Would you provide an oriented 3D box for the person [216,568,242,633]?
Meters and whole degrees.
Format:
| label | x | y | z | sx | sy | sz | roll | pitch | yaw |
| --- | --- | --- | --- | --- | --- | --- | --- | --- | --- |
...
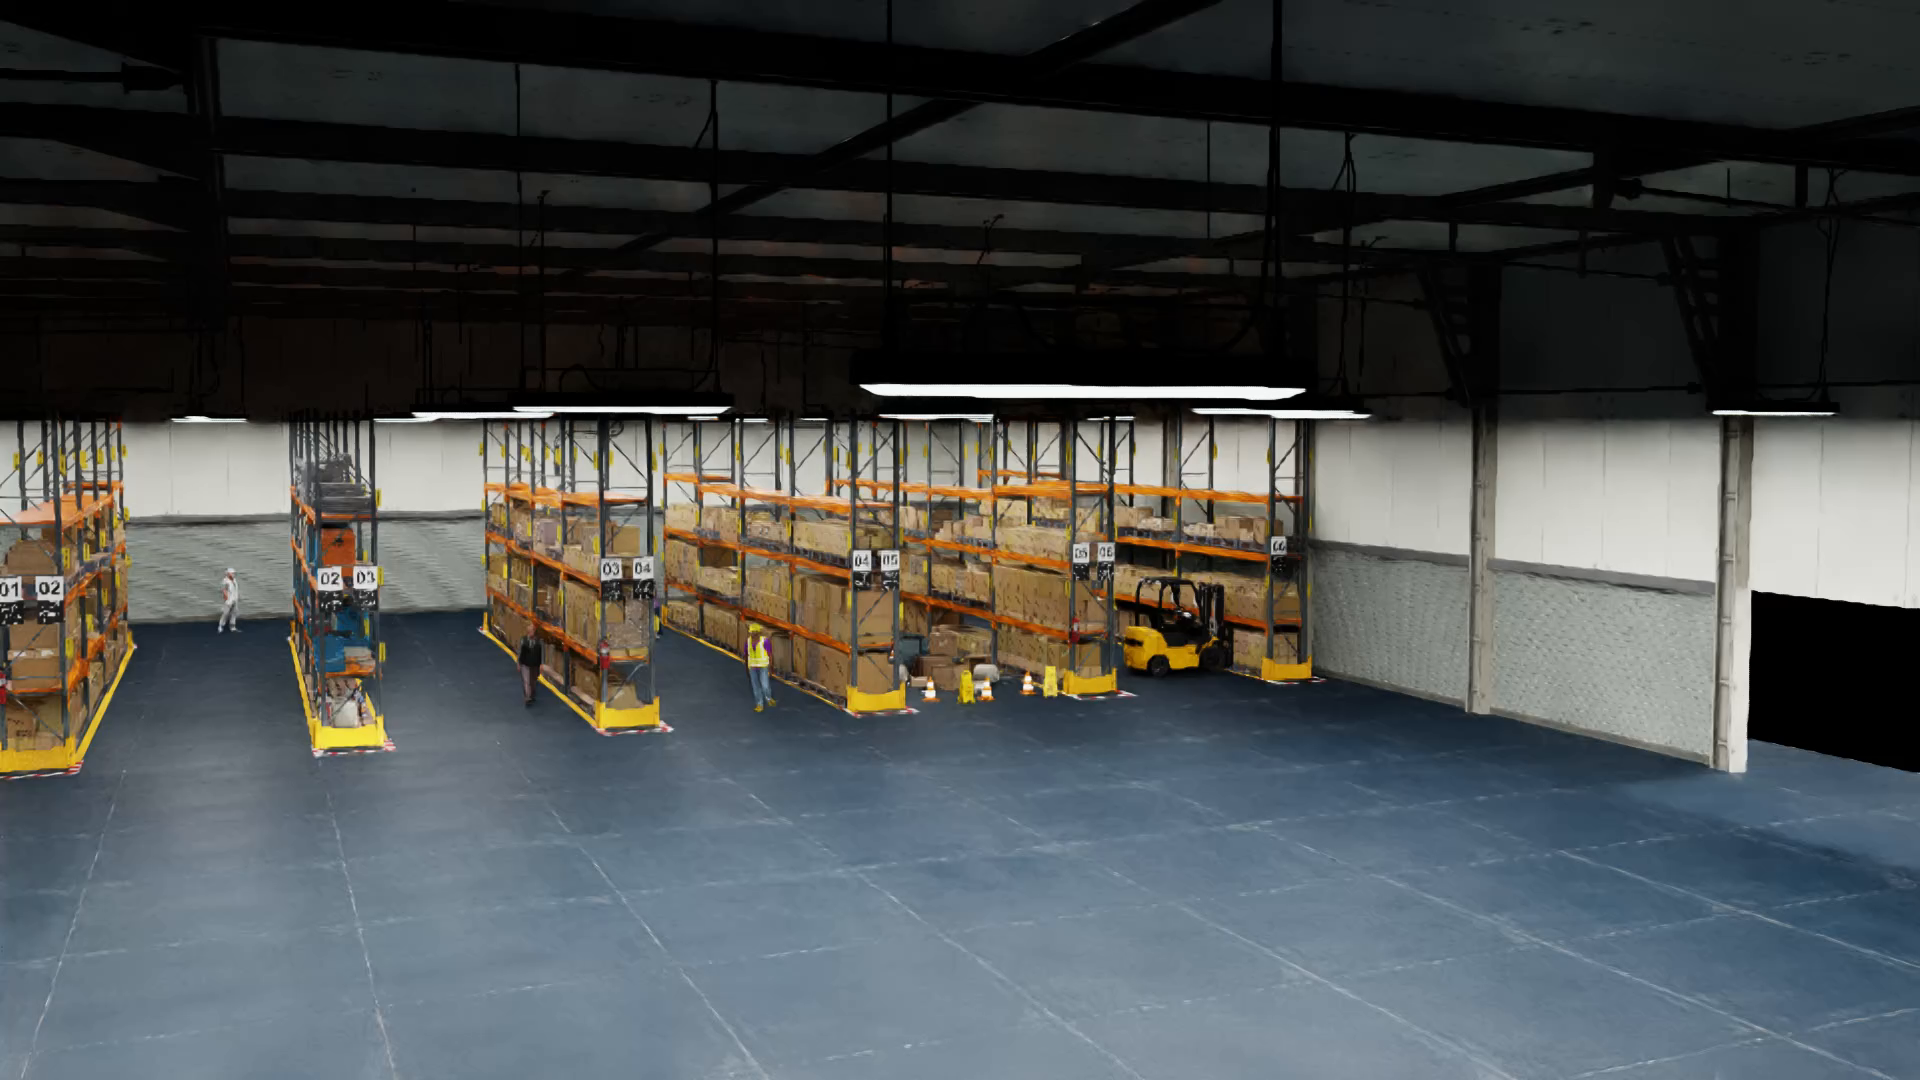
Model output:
| label | x | y | z | sx | sy | sz | roll | pitch | yaw |
| --- | --- | --- | --- | --- | --- | --- | --- | --- | --- |
| person | -19.971 | 1.658 | 45.356 | 0.467 | 1.790 | 0.692 | 1 | 4 | 15 |

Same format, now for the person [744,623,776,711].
| label | x | y | z | sx | sy | sz | roll | pitch | yaw |
| --- | --- | --- | --- | --- | --- | --- | --- | --- | --- |
| person | -4.005 | 2.522 | 33.232 | 0.615 | 1.759 | 0.573 | 1 | 4 | 13 |

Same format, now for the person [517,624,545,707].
| label | x | y | z | sx | sy | sz | roll | pitch | yaw |
| --- | --- | --- | --- | --- | --- | --- | --- | --- | --- |
| person | -8.671 | 2.524 | 33.704 | 0.544 | 1.646 | 1.106 | -2 | 4 | -25 |

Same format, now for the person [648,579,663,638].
| label | x | y | z | sx | sy | sz | roll | pitch | yaw |
| --- | --- | --- | --- | --- | --- | --- | --- | --- | --- |
| person | -8.199 | 1.805 | 44.382 | 0.513 | 1.594 | 0.515 | -1 | 4 | -10 |
